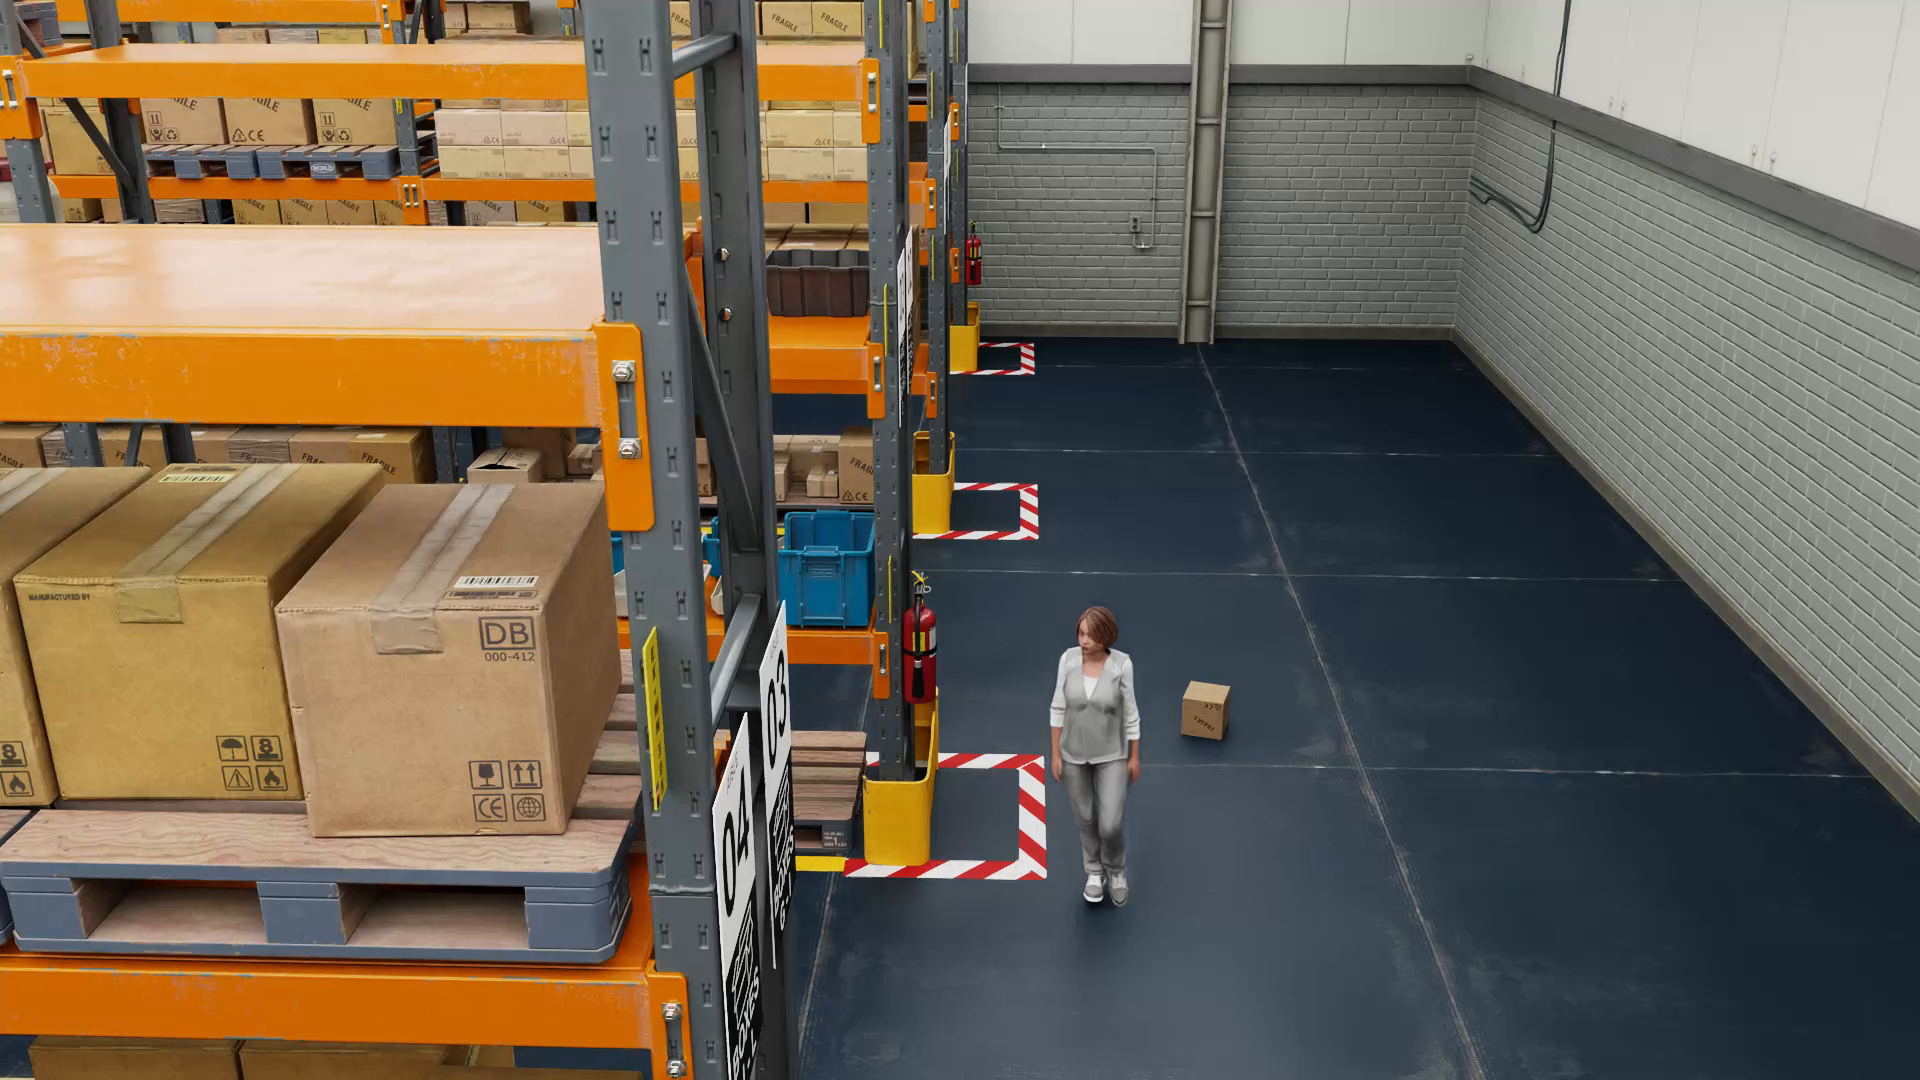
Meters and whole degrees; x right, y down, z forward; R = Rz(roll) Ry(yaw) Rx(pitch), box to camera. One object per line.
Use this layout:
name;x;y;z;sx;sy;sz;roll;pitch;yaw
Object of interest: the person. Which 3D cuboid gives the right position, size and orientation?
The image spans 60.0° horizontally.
person;0.654;1.088;8.216;0.454;1.600;0.434;7;22;17
